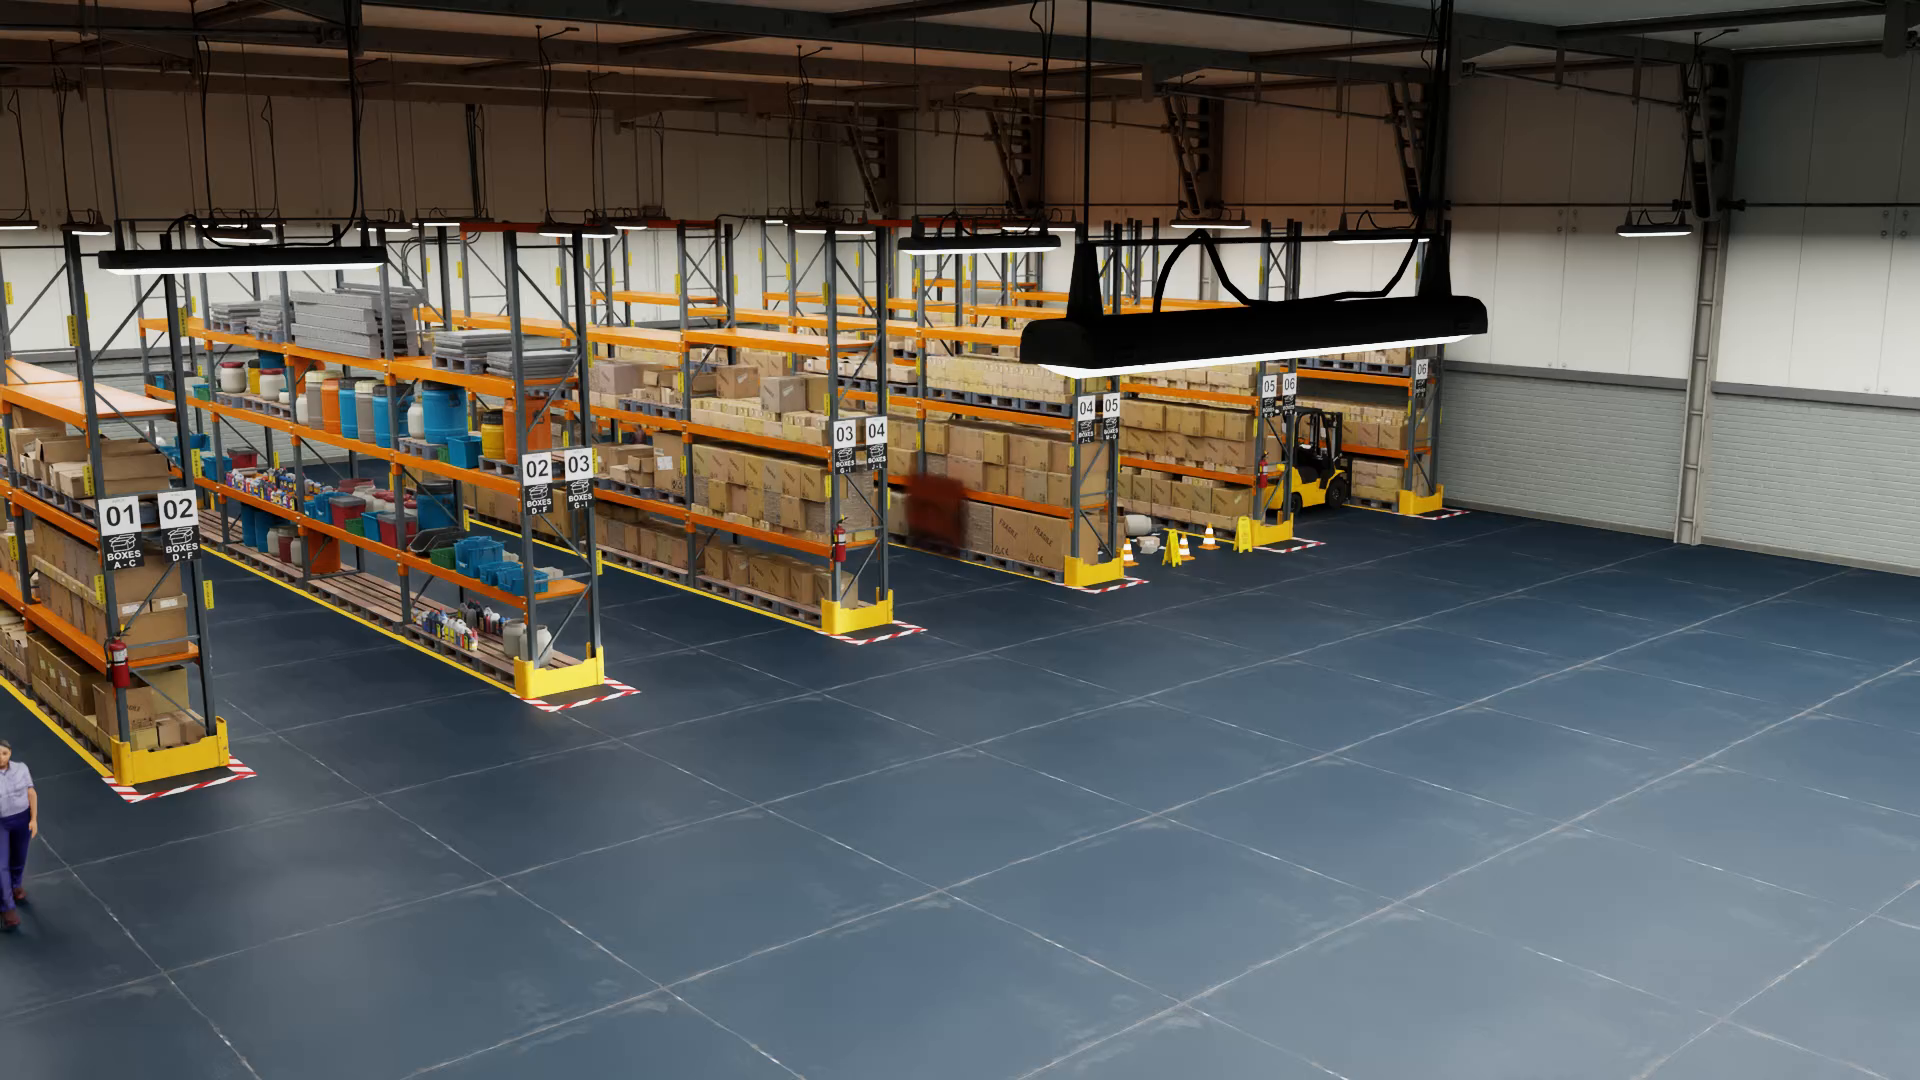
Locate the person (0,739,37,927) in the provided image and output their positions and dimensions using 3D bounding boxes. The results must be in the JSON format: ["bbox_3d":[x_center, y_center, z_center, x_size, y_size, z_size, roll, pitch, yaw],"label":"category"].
[{"bbox_3d":[-8.552,2.583,14.965,0.972,1.584,0.512,10,15,41],"label":"person"}]

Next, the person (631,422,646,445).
[{"bbox_3d":[-6.892,-1.732,35.937,0.539,1.779,0.639,1,11,4],"label":"person"}]

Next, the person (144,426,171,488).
[{"bbox_3d":[-17.030,-1.561,35.133,0.595,1.754,0.929,5,13,25],"label":"person"}]
